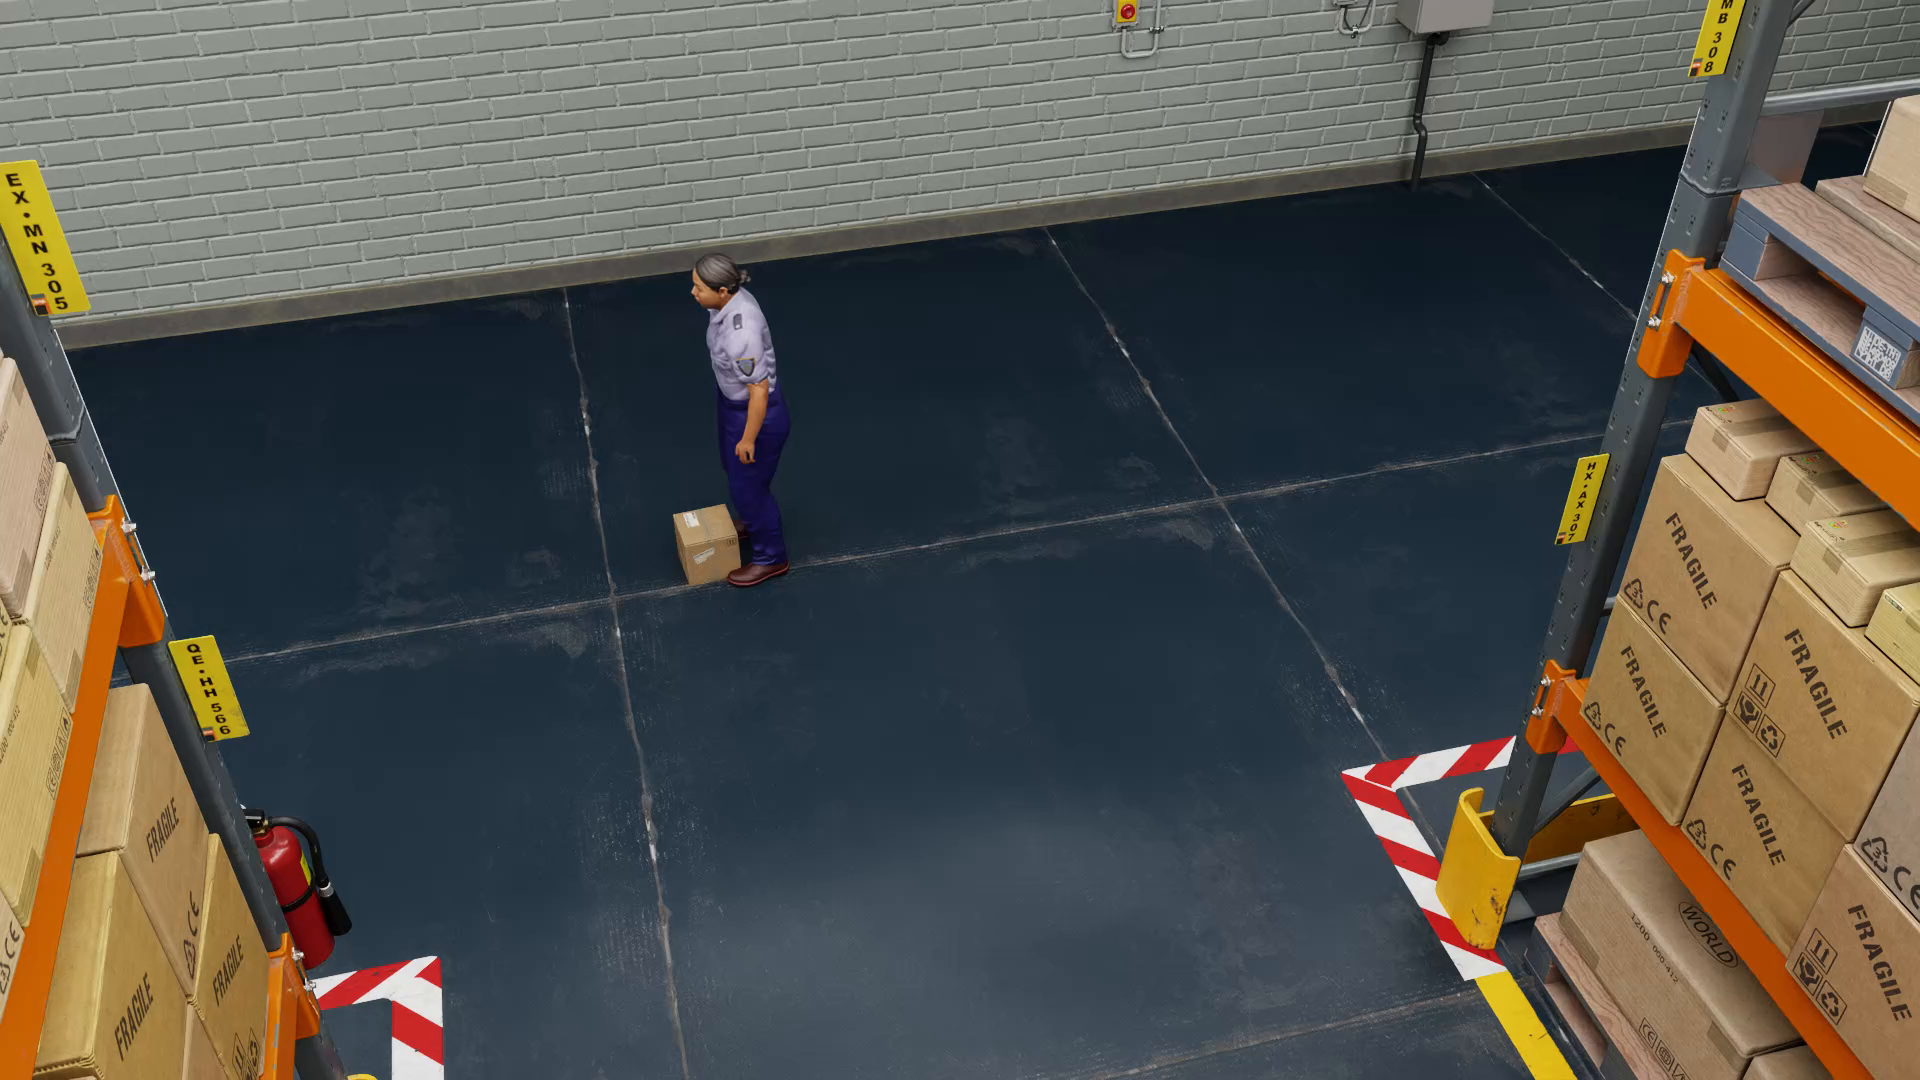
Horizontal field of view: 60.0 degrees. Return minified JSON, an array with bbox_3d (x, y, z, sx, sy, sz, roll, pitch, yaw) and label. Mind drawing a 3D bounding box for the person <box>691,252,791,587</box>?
[{"bbox_3d":[-0.957,-0.561,7.439,0.367,1.637,0.543,-10,39,-12],"label":"person"}]
